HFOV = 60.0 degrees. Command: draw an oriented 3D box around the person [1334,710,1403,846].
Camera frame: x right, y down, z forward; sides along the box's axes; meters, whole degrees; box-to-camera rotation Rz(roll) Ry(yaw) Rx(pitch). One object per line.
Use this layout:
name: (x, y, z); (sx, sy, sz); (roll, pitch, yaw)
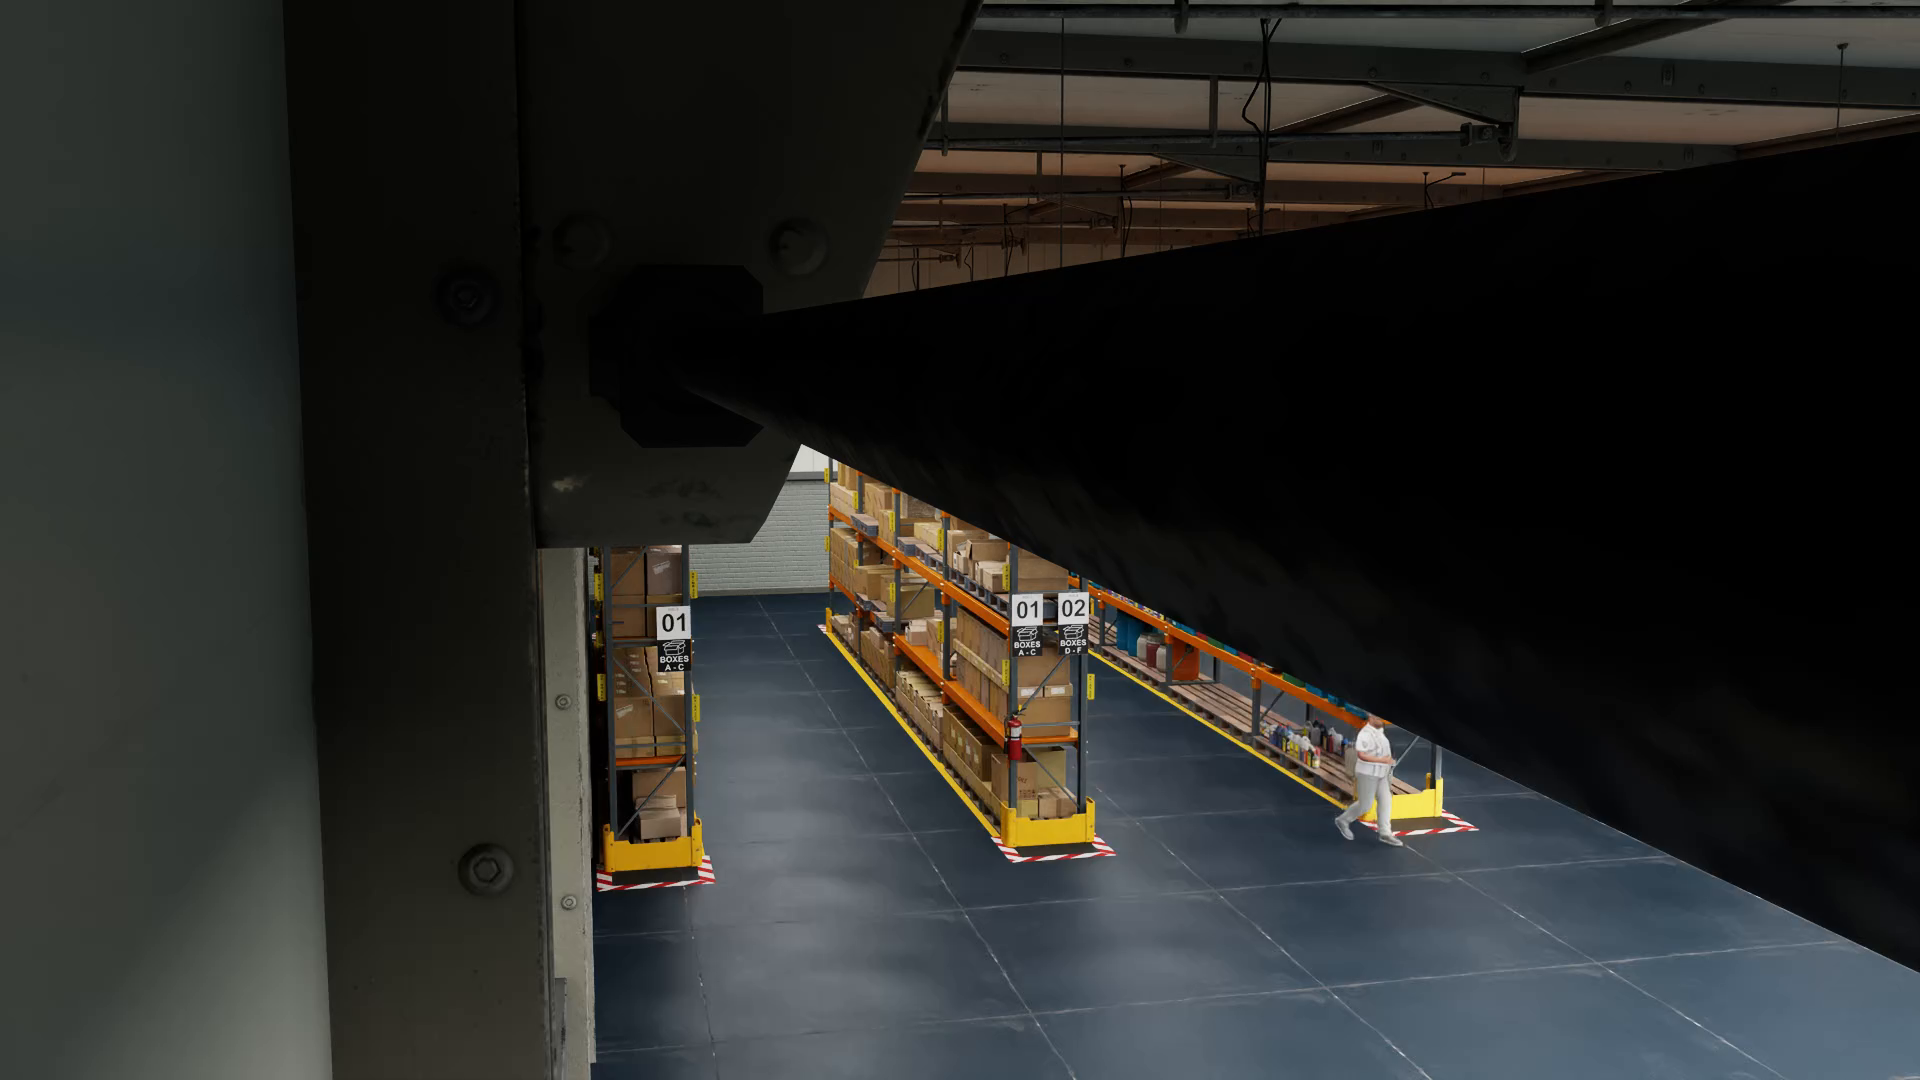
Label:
person: (5.201, 2.944, 21.016); (0.877, 1.770, 0.682); (6, 9, 39)
